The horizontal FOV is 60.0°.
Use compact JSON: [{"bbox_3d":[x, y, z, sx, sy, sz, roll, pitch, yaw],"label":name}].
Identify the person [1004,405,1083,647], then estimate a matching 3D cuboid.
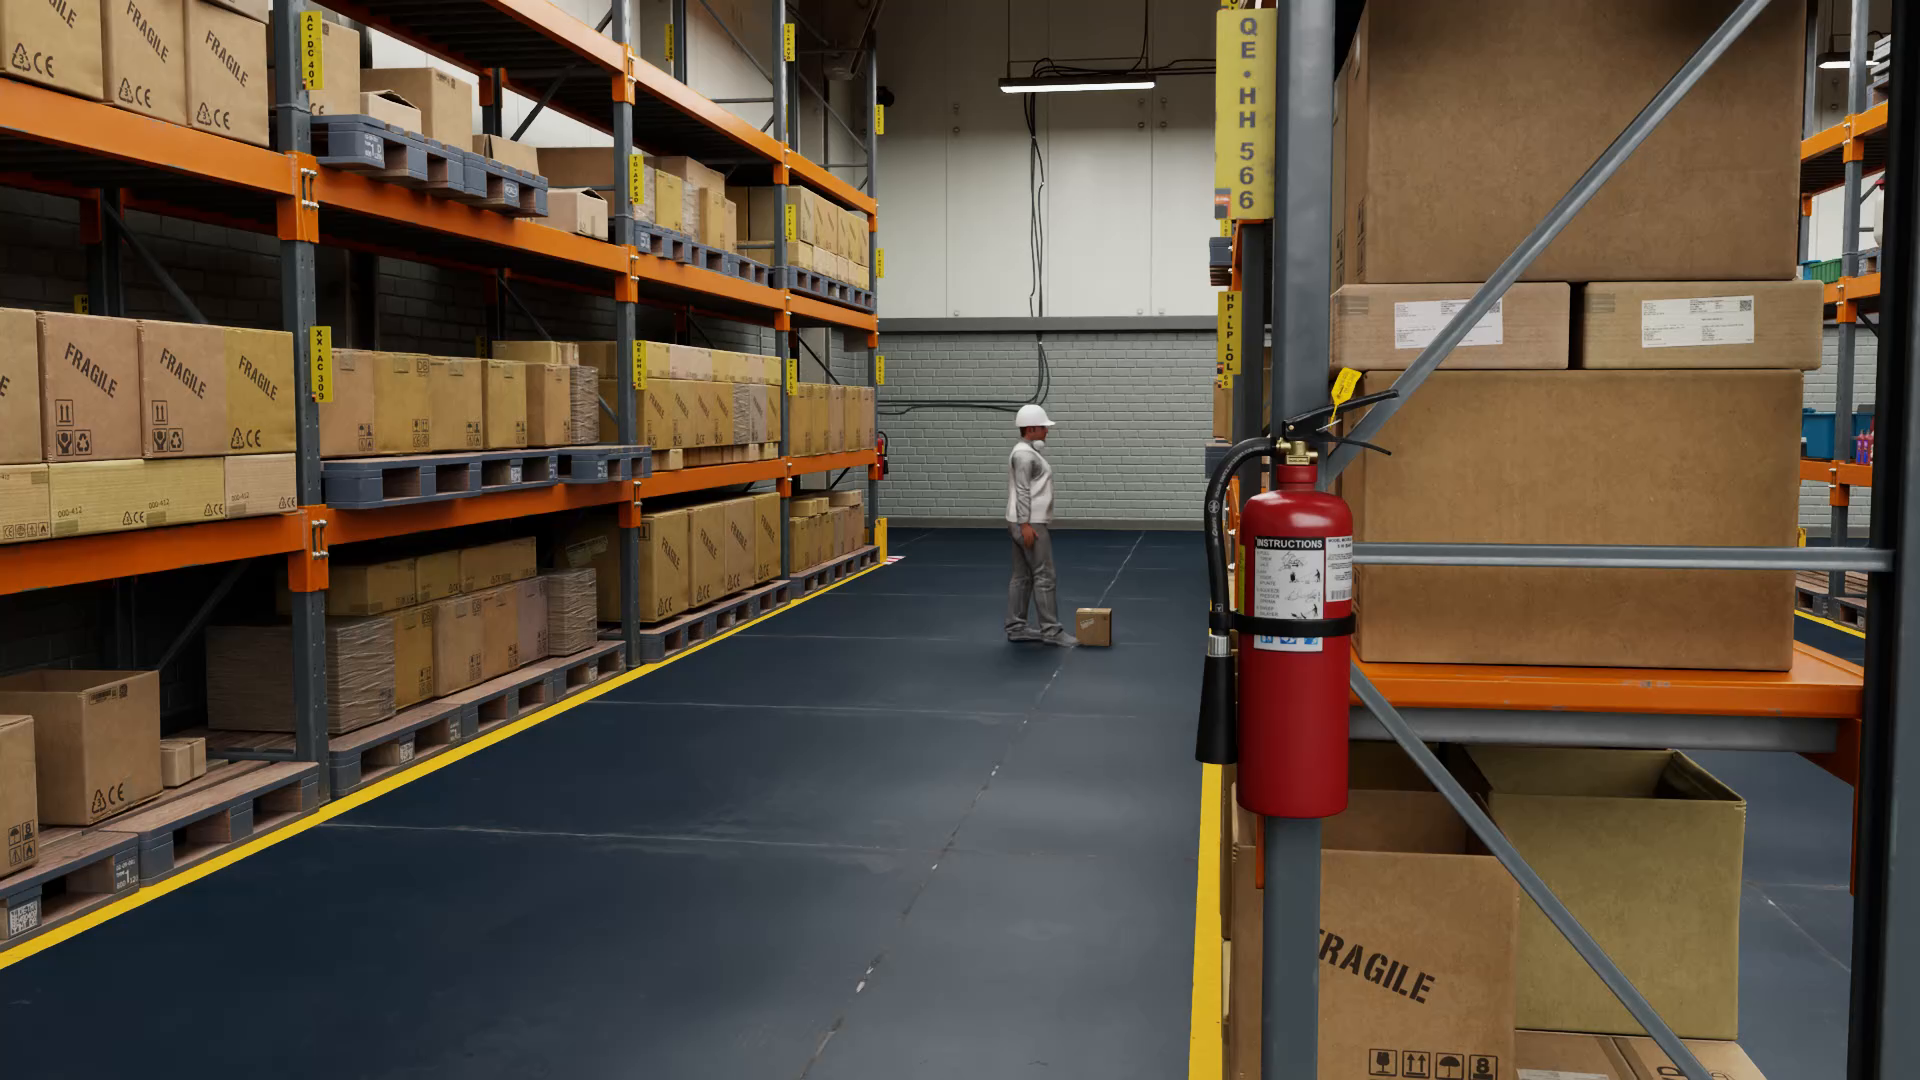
[{"bbox_3d":[0.620,-0.117,12.448,0.572,1.783,0.573,0,4,-2],"label":"person"}]
